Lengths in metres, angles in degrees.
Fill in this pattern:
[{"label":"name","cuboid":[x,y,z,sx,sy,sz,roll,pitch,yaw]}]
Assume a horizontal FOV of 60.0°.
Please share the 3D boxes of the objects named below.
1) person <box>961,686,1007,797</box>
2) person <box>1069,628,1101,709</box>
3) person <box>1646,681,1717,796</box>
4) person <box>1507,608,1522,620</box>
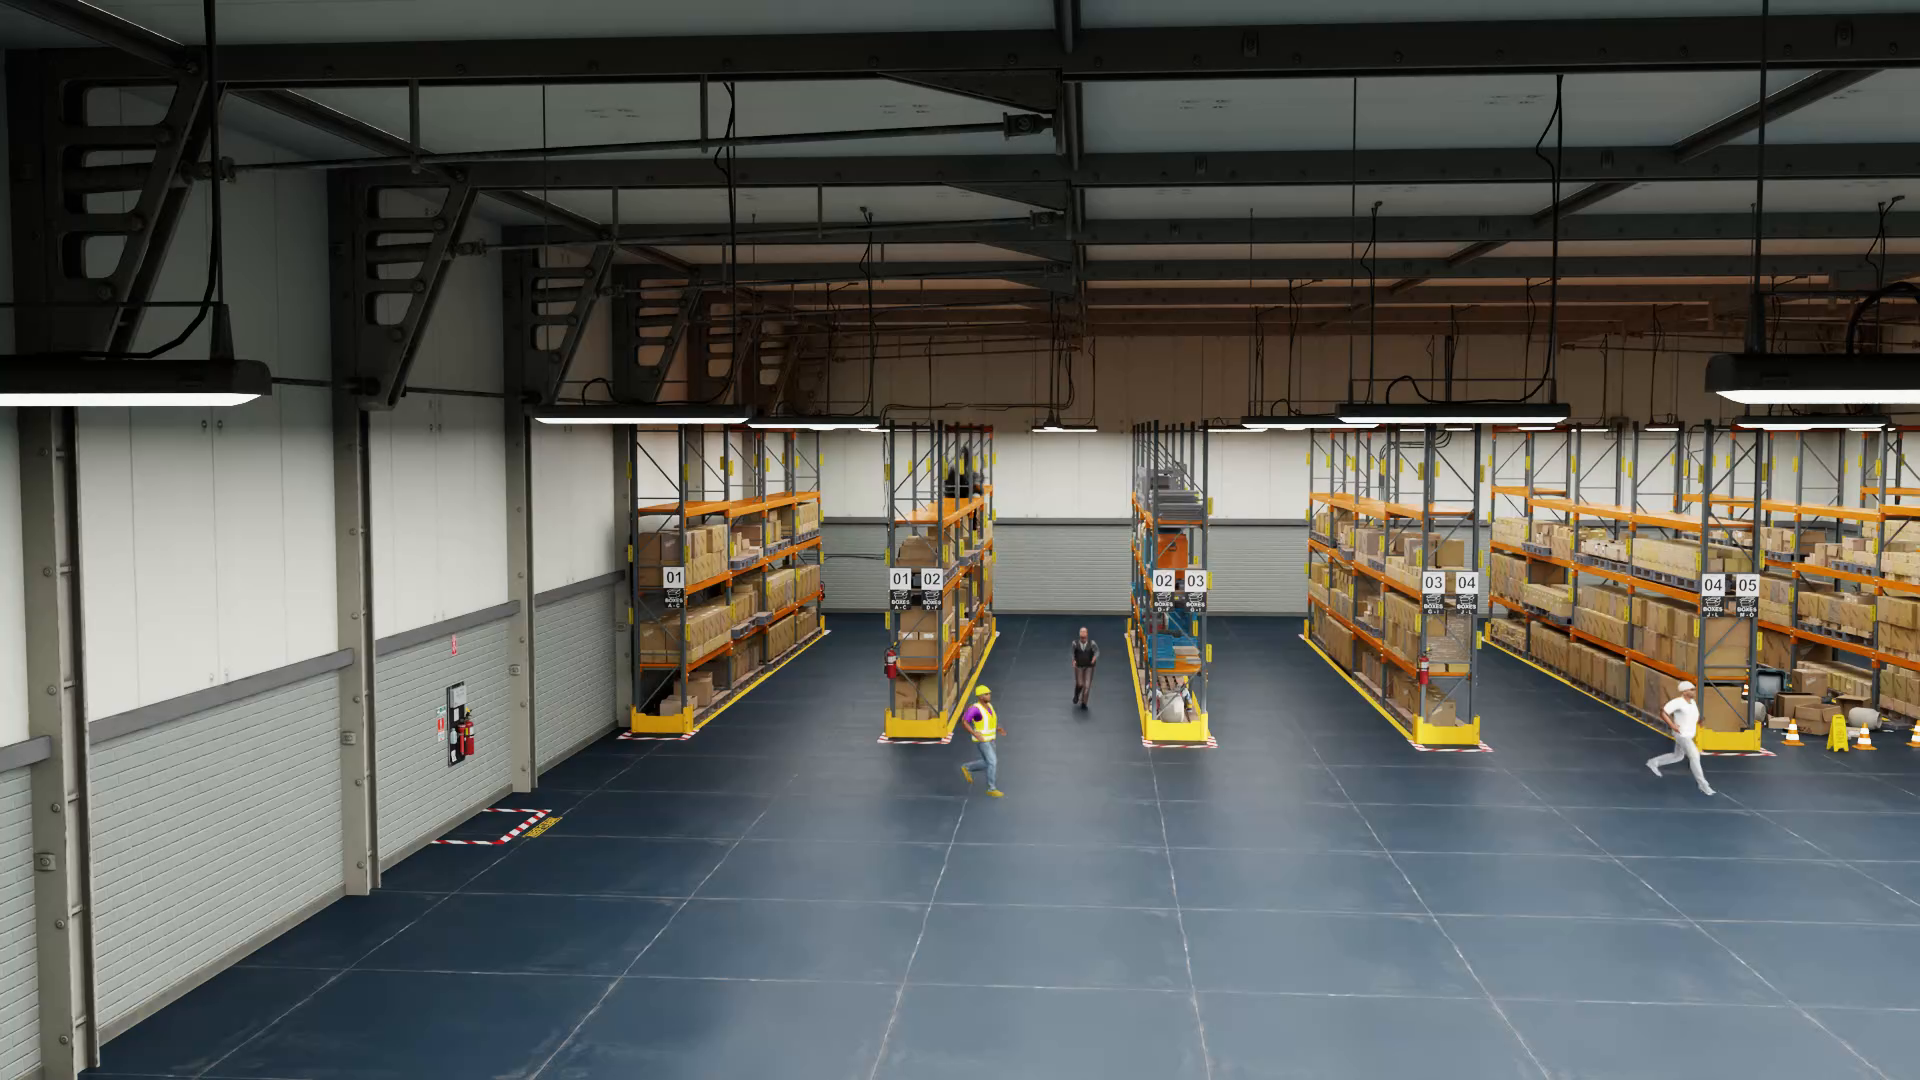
[{"label":"person","cuboid":[0.340,3.188,26.470,0.815,1.748,0.700,2,4,29]},{"label":"person","cuboid":[2.616,2.688,34.868,0.661,1.676,0.515,0,4,5]},{"label":"person","cuboid":[11.654,3.150,26.810,1.151,1.775,0.664,3,5,39]},{"label":"person","cuboid":[15.890,1.831,47.365,0.994,1.770,0.705,1,4,9]}]
